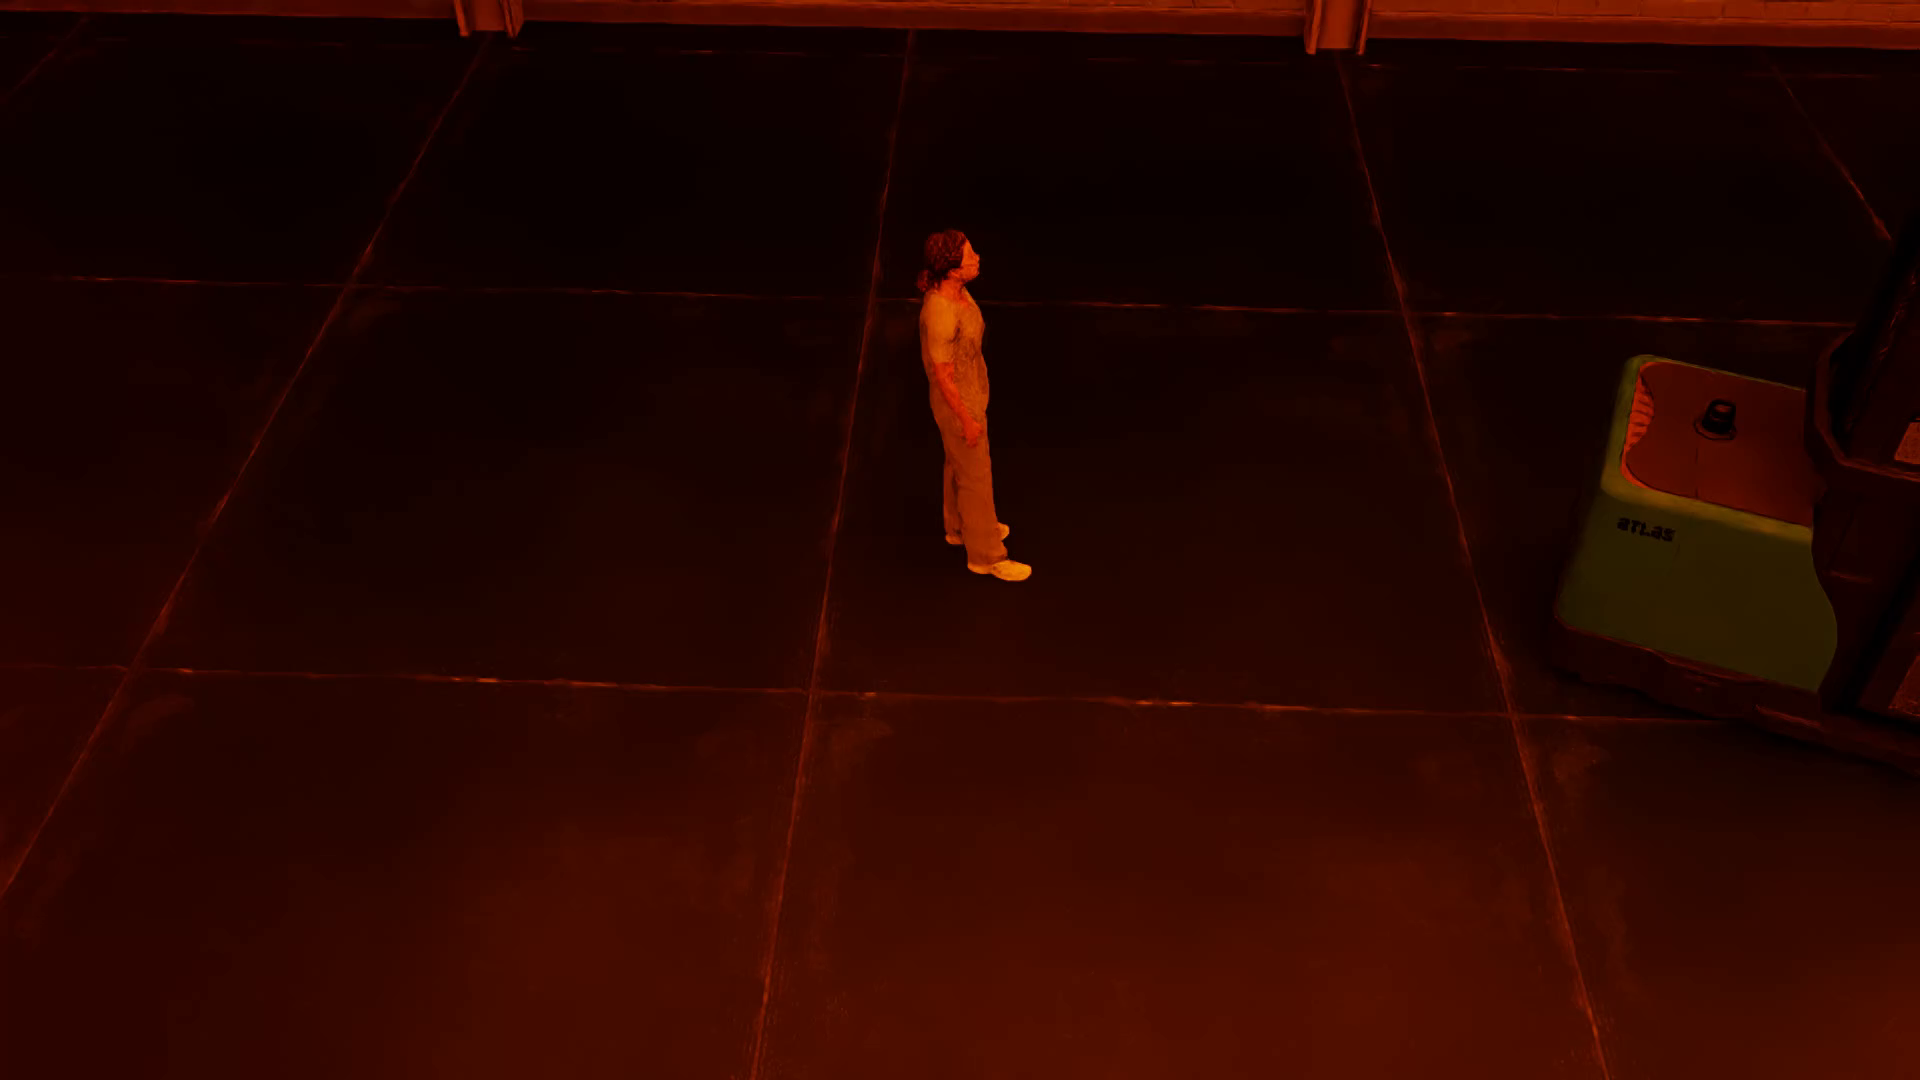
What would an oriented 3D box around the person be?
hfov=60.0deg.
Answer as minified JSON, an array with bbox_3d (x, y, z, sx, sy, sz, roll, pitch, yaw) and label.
[{"bbox_3d":[0.084,-0.575,7.368,0.526,1.573,0.550,2,42,2],"label":"person"}]

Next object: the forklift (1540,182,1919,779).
[{"bbox_3d":[4.106,-0.433,6.216,3.031,2.935,1.130,16,45,16],"label":"forklift"}]
